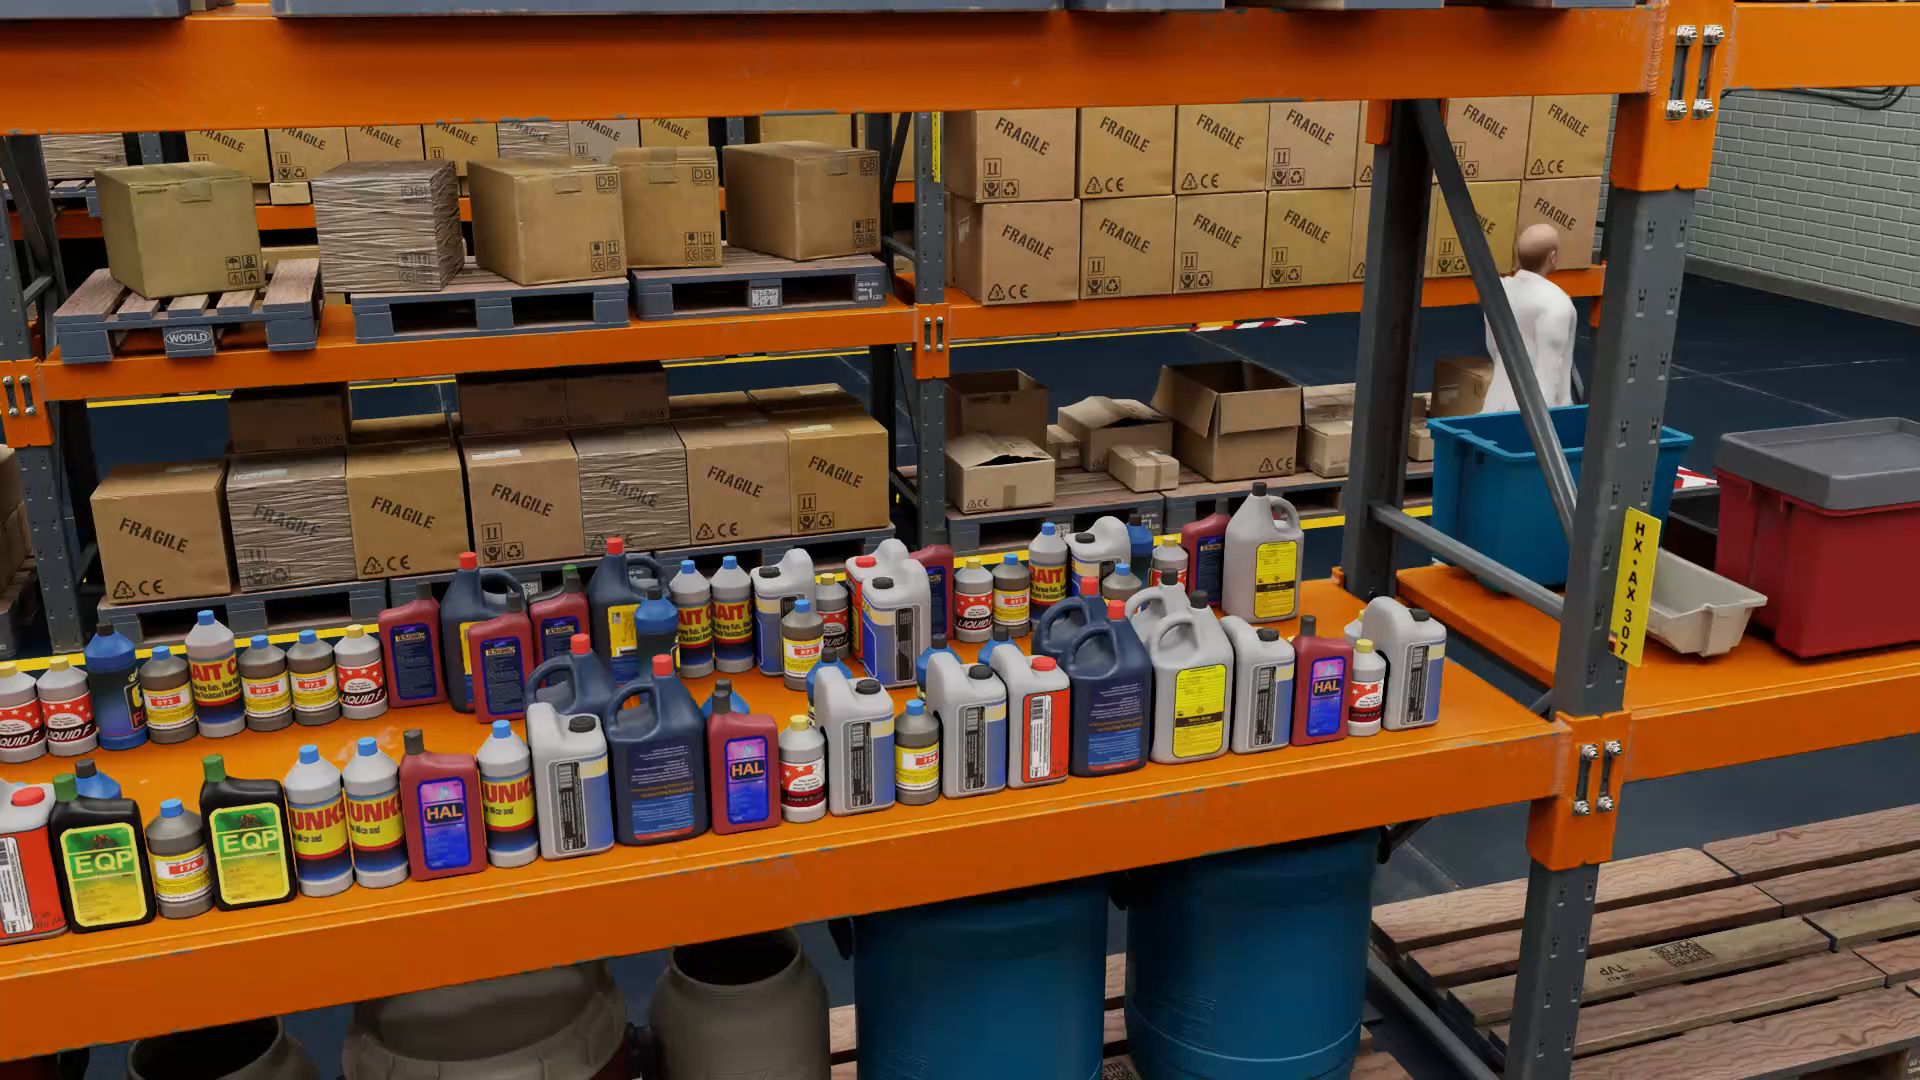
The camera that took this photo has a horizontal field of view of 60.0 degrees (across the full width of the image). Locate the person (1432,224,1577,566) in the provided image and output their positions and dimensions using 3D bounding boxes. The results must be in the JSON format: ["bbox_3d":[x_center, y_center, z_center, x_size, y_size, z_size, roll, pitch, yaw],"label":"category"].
[{"bbox_3d":[2.789,-0.651,7.948,1.027,1.730,0.621,-9,21,-24],"label":"person"}]
